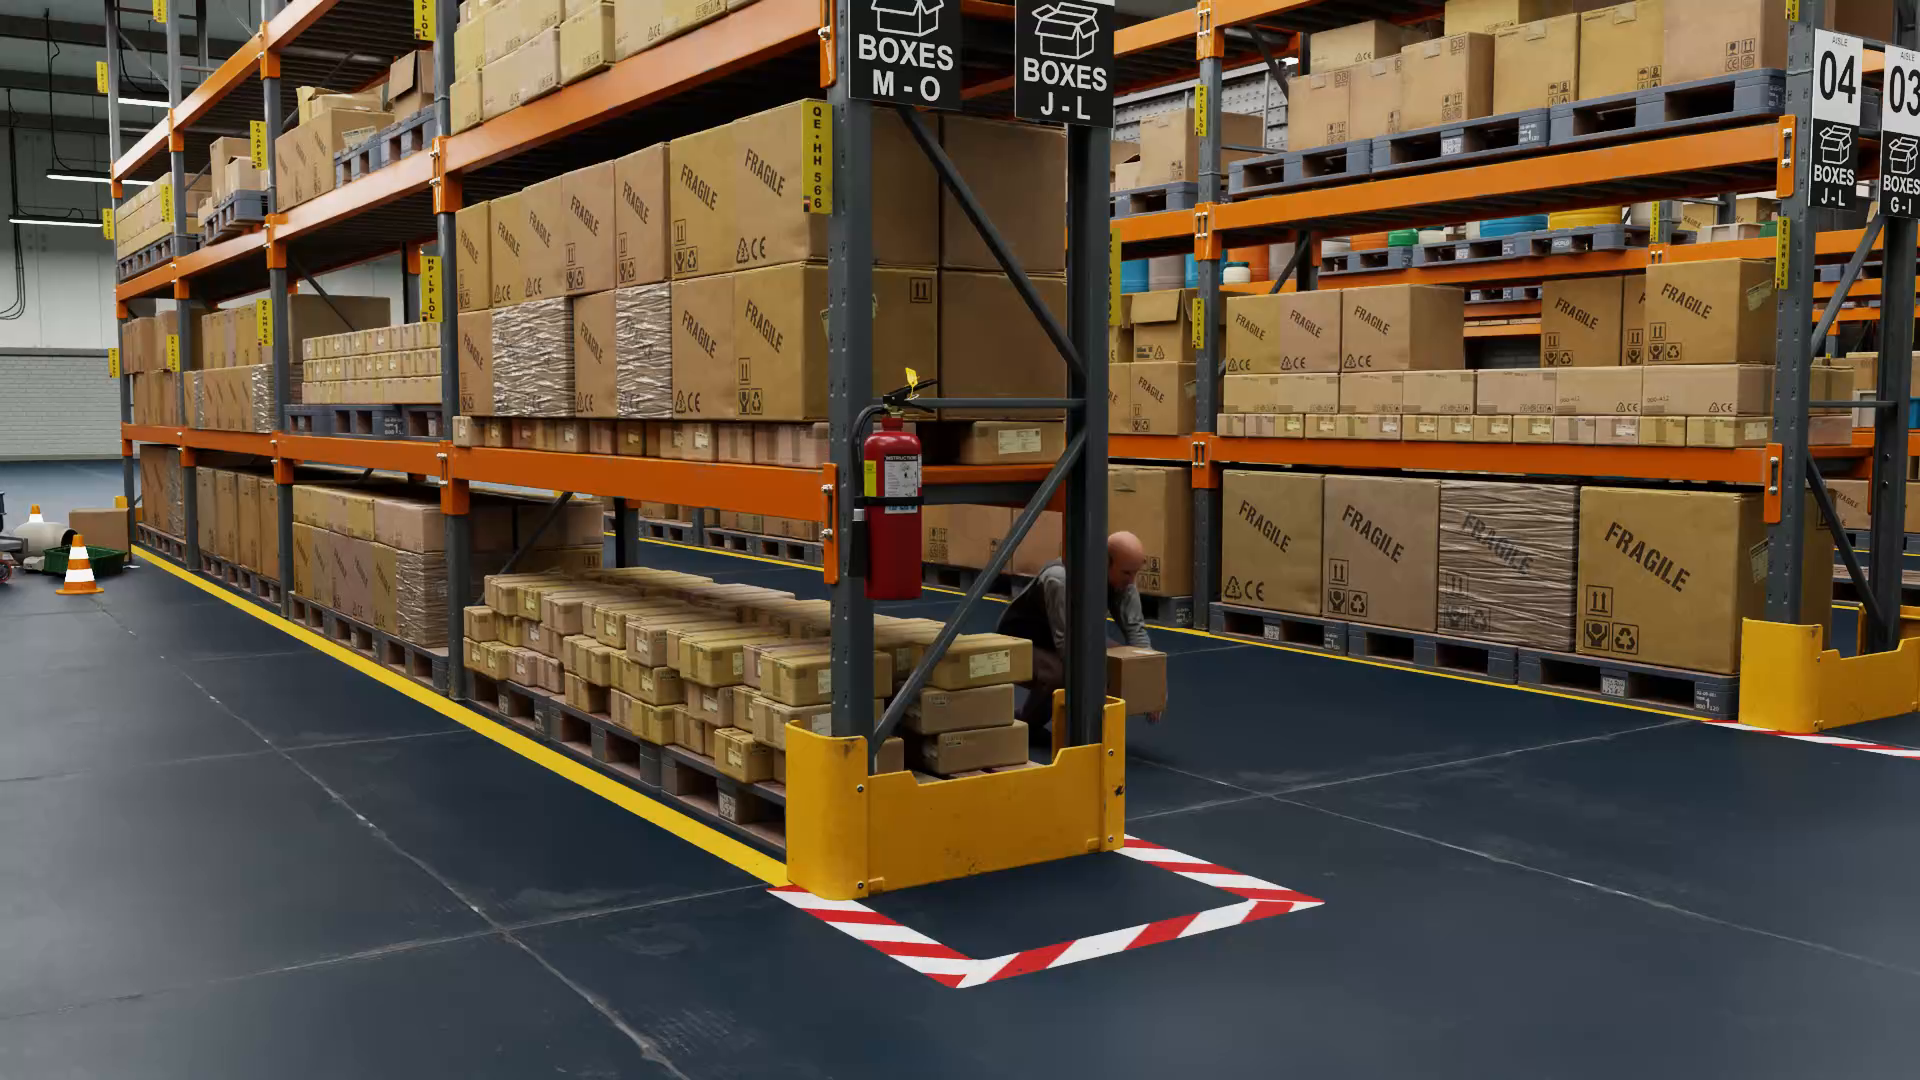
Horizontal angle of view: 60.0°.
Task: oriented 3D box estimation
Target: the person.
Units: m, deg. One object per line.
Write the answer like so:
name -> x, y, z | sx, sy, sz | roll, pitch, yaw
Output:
person -> 0.524, 0.430, 7.402 | 0.528, 0.968, 0.859 | -3, 6, -34
